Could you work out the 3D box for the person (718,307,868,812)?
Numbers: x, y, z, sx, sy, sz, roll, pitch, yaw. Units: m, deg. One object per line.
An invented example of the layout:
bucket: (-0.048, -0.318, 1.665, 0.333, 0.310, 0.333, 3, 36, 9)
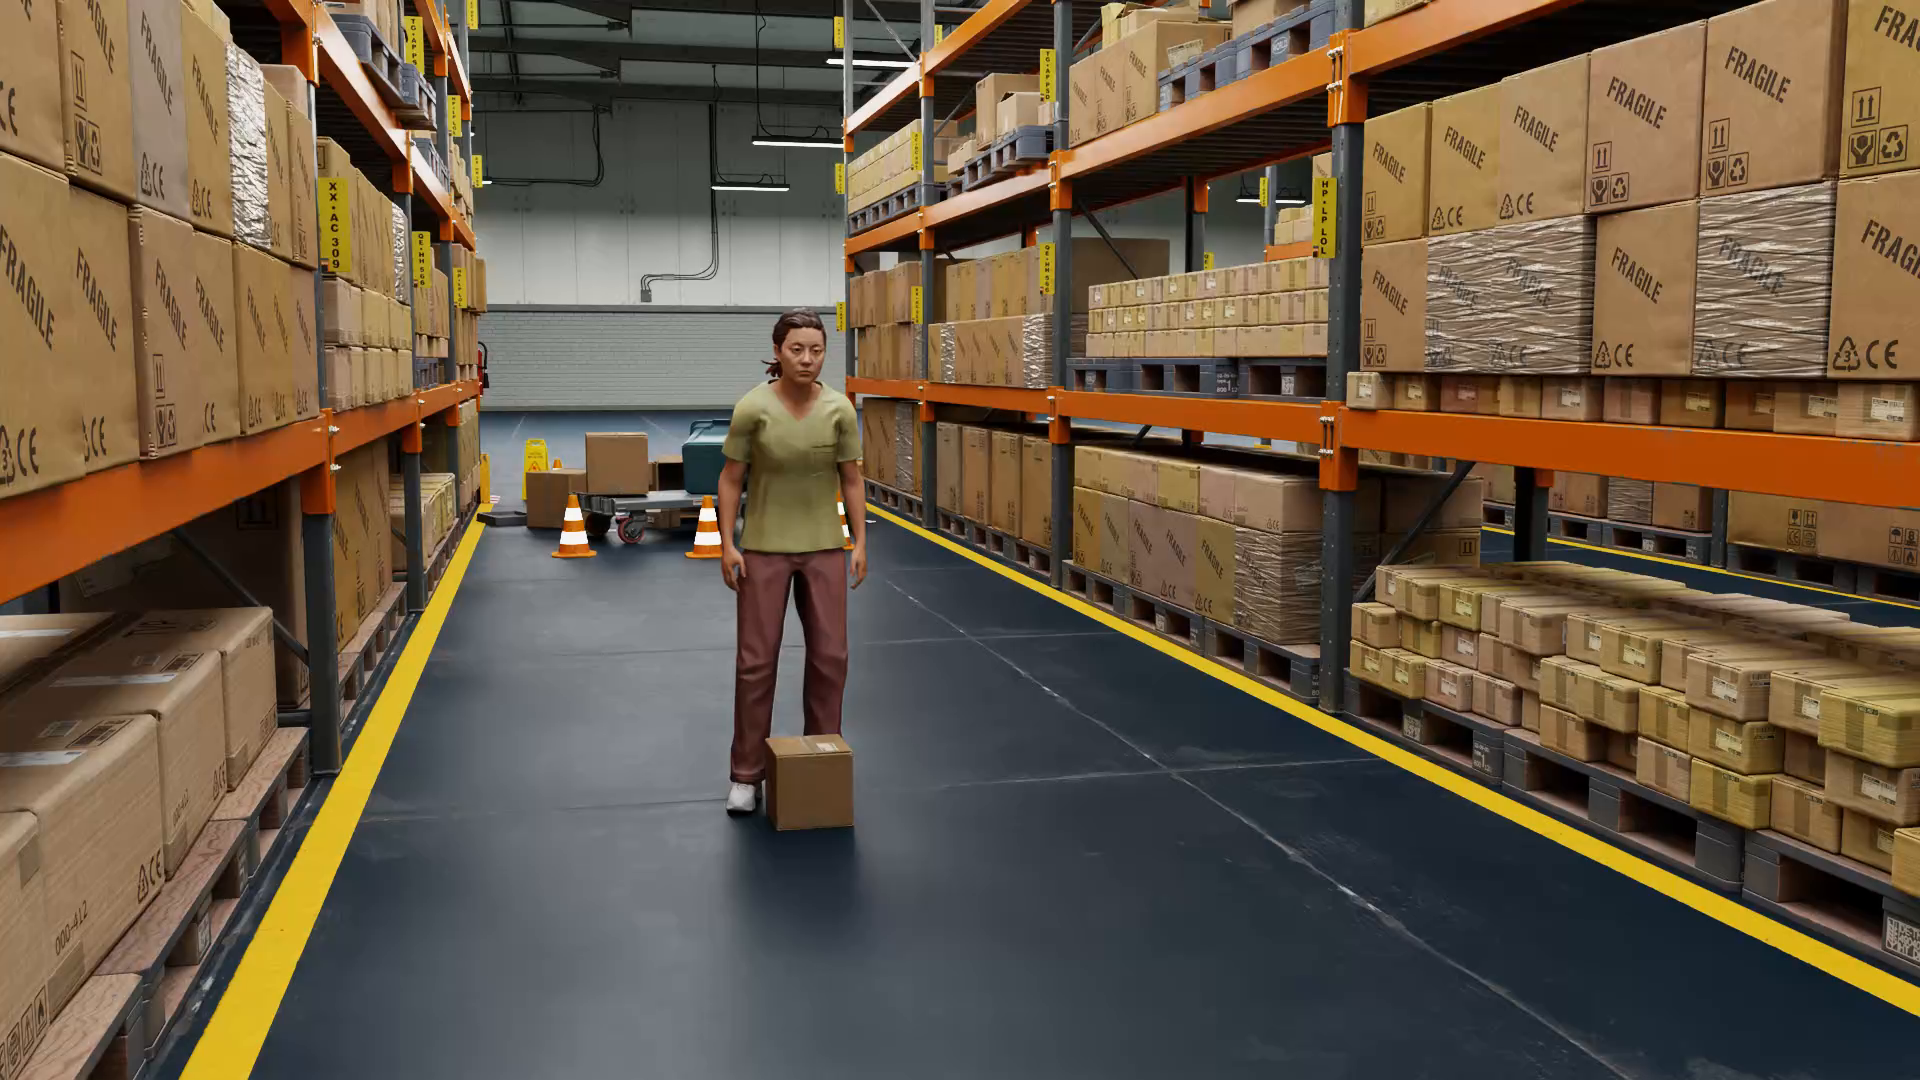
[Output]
person: (-0.556, 0.059, 5.604, 0.513, 1.673, 0.353, -2, 6, -15)
